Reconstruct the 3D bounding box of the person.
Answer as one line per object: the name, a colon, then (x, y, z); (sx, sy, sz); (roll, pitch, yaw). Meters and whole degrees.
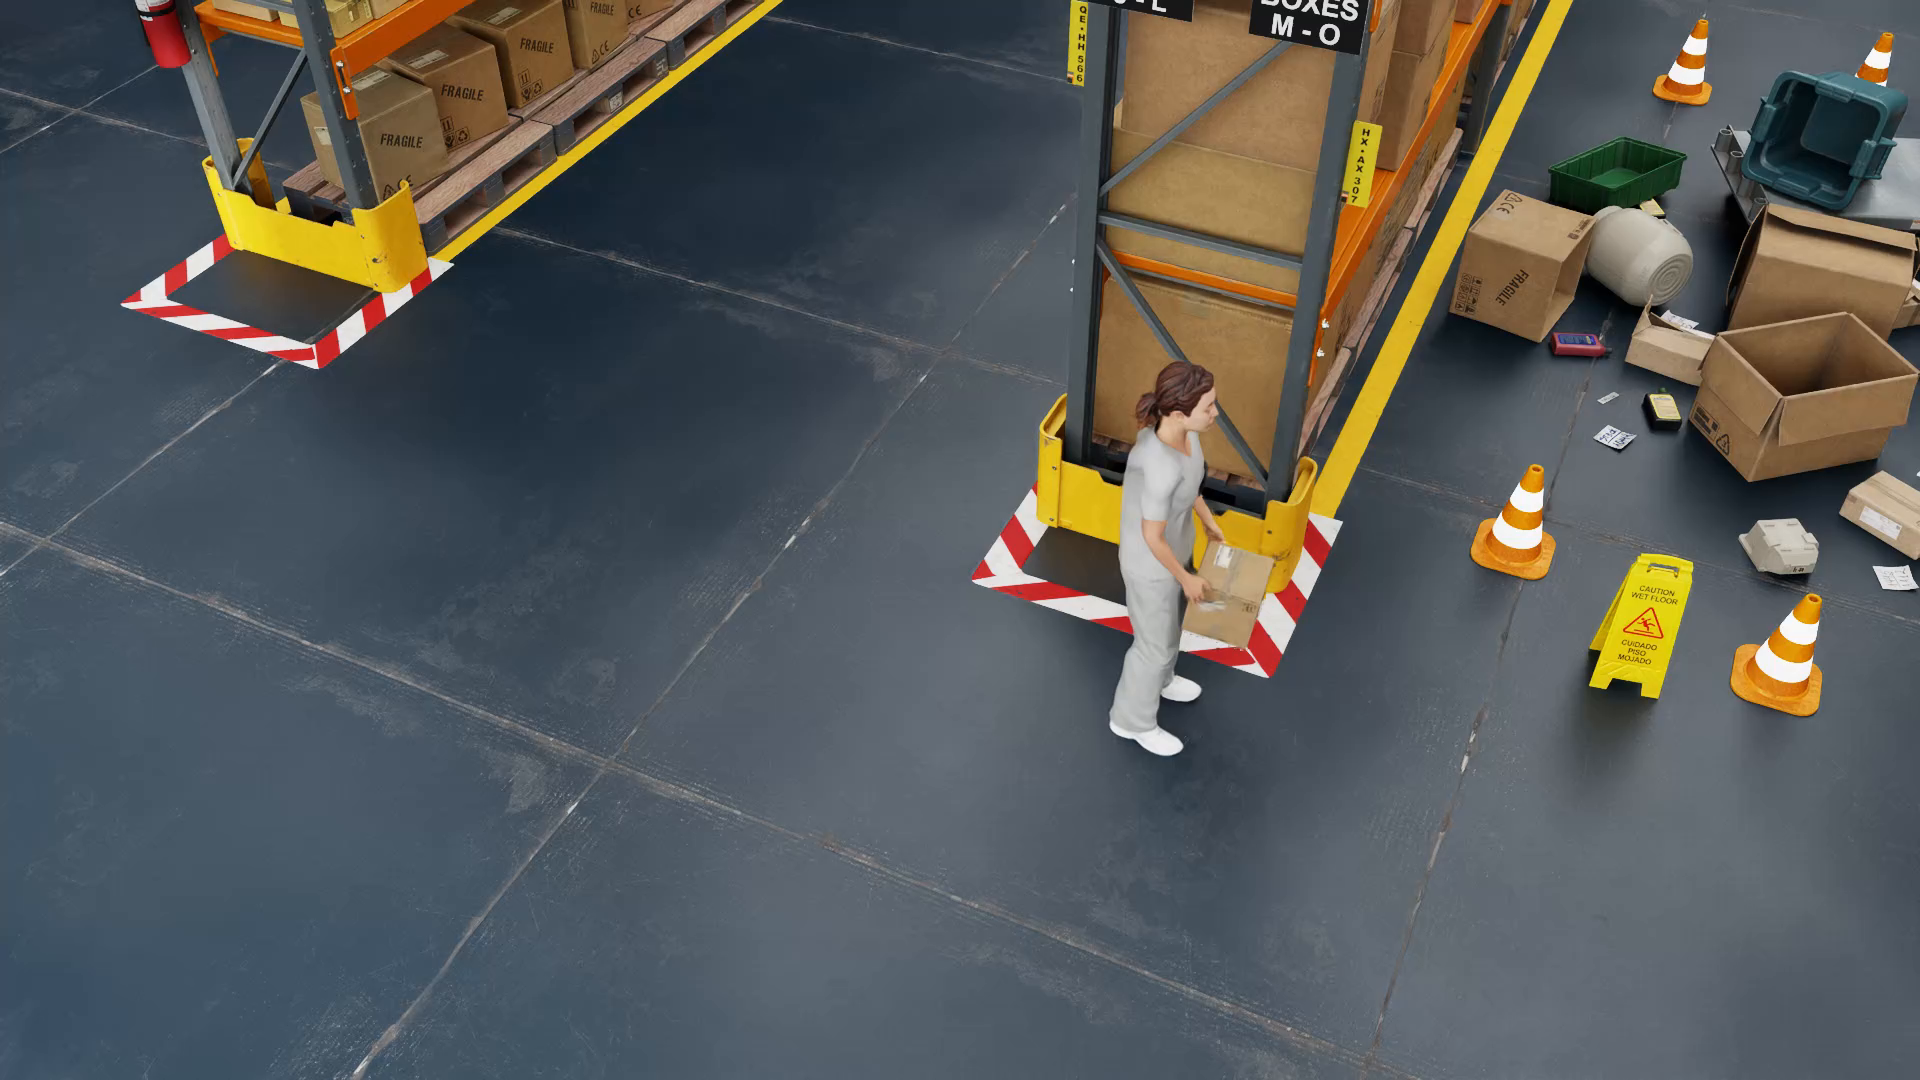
person: (0.763, 0.052, 6.101); (0.378, 1.676, 0.467); (13, 44, 14)
